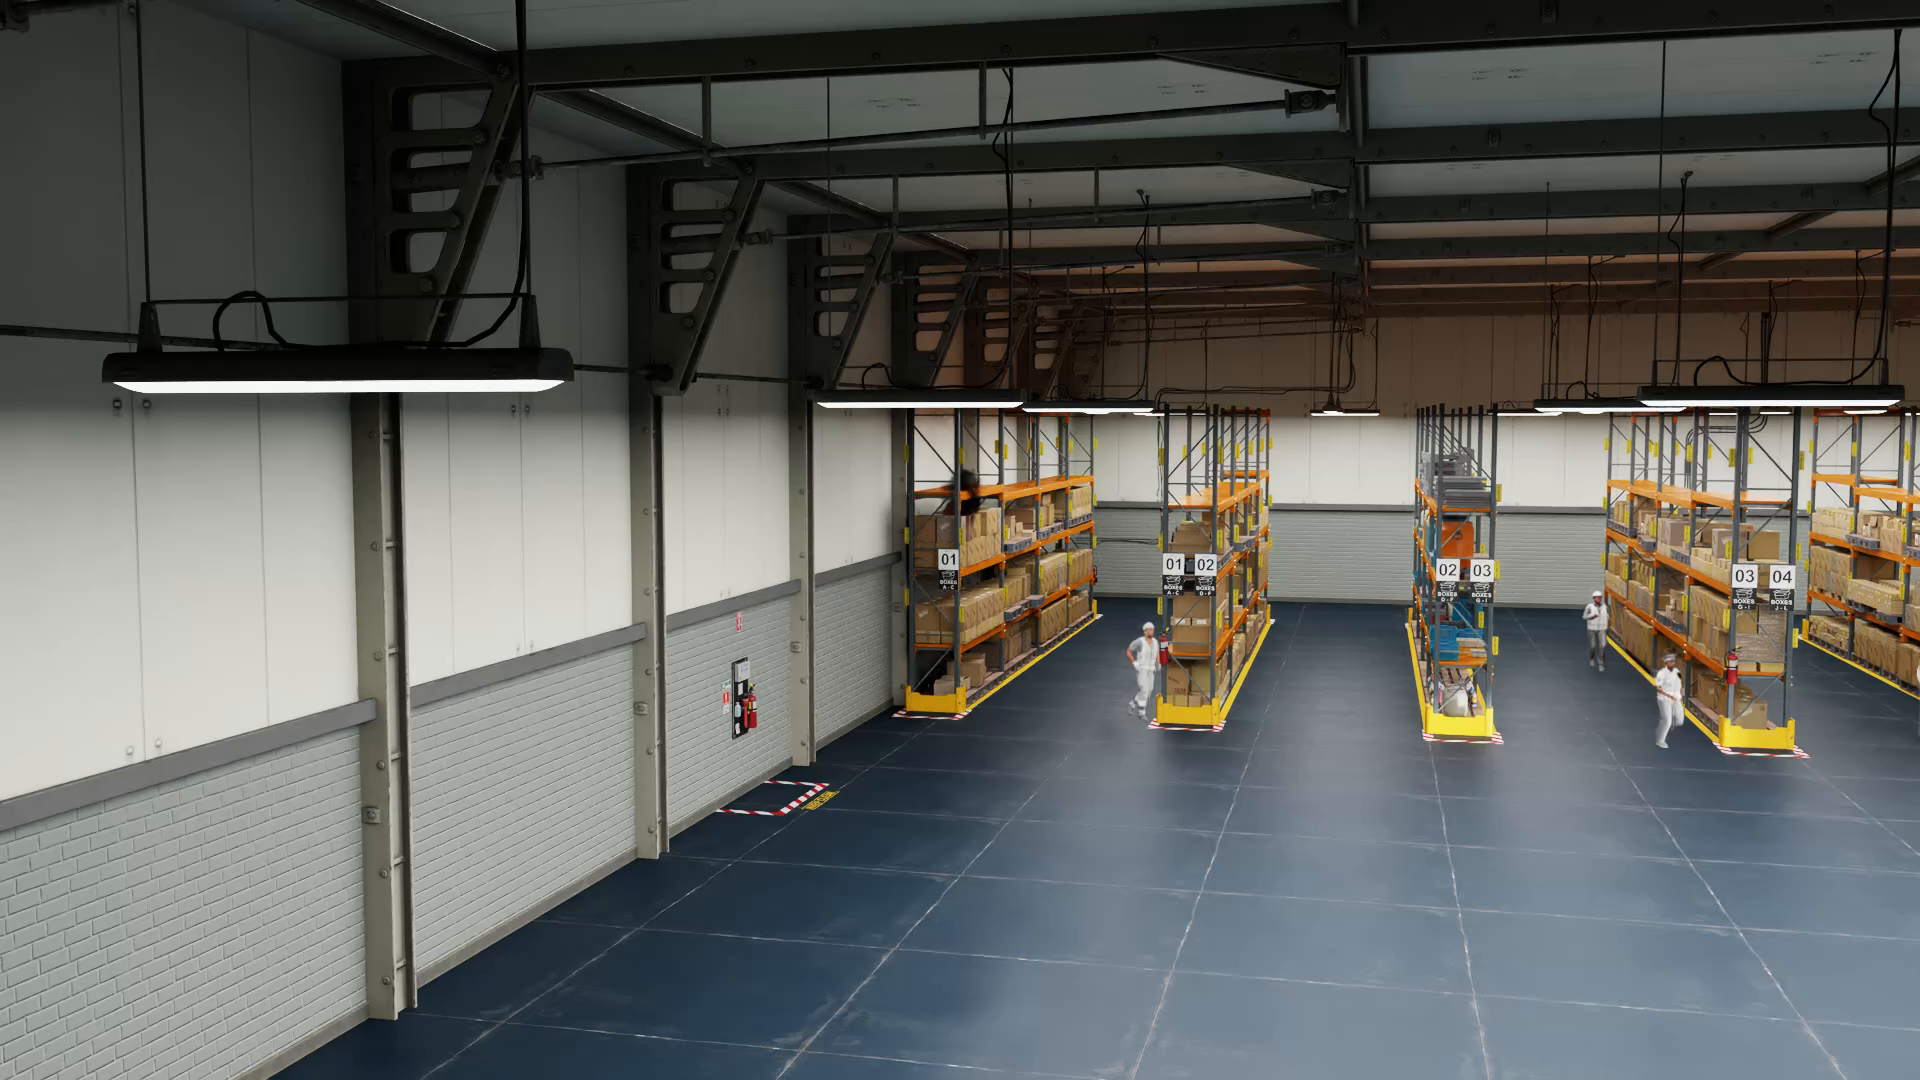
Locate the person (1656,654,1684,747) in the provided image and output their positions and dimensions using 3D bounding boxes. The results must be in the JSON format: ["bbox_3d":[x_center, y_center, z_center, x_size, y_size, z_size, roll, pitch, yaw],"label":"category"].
[{"bbox_3d":[12.395,2.794,28.958,0.614,1.661,0.597,-1,4,-14],"label":"person"}]

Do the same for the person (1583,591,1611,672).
[{"bbox_3d":[14.533,2.068,37.935,0.641,1.820,0.740,1,4,11],"label":"person"}]

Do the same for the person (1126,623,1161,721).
[{"bbox_3d":[3.368,2.374,30.266,0.725,1.740,0.714,-3,5,-32],"label":"person"}]

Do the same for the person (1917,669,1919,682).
[{"bbox_3d":[17.399,2.706,29.632,0.608,1.705,0.833,2,4,21],"label":"person"}]
